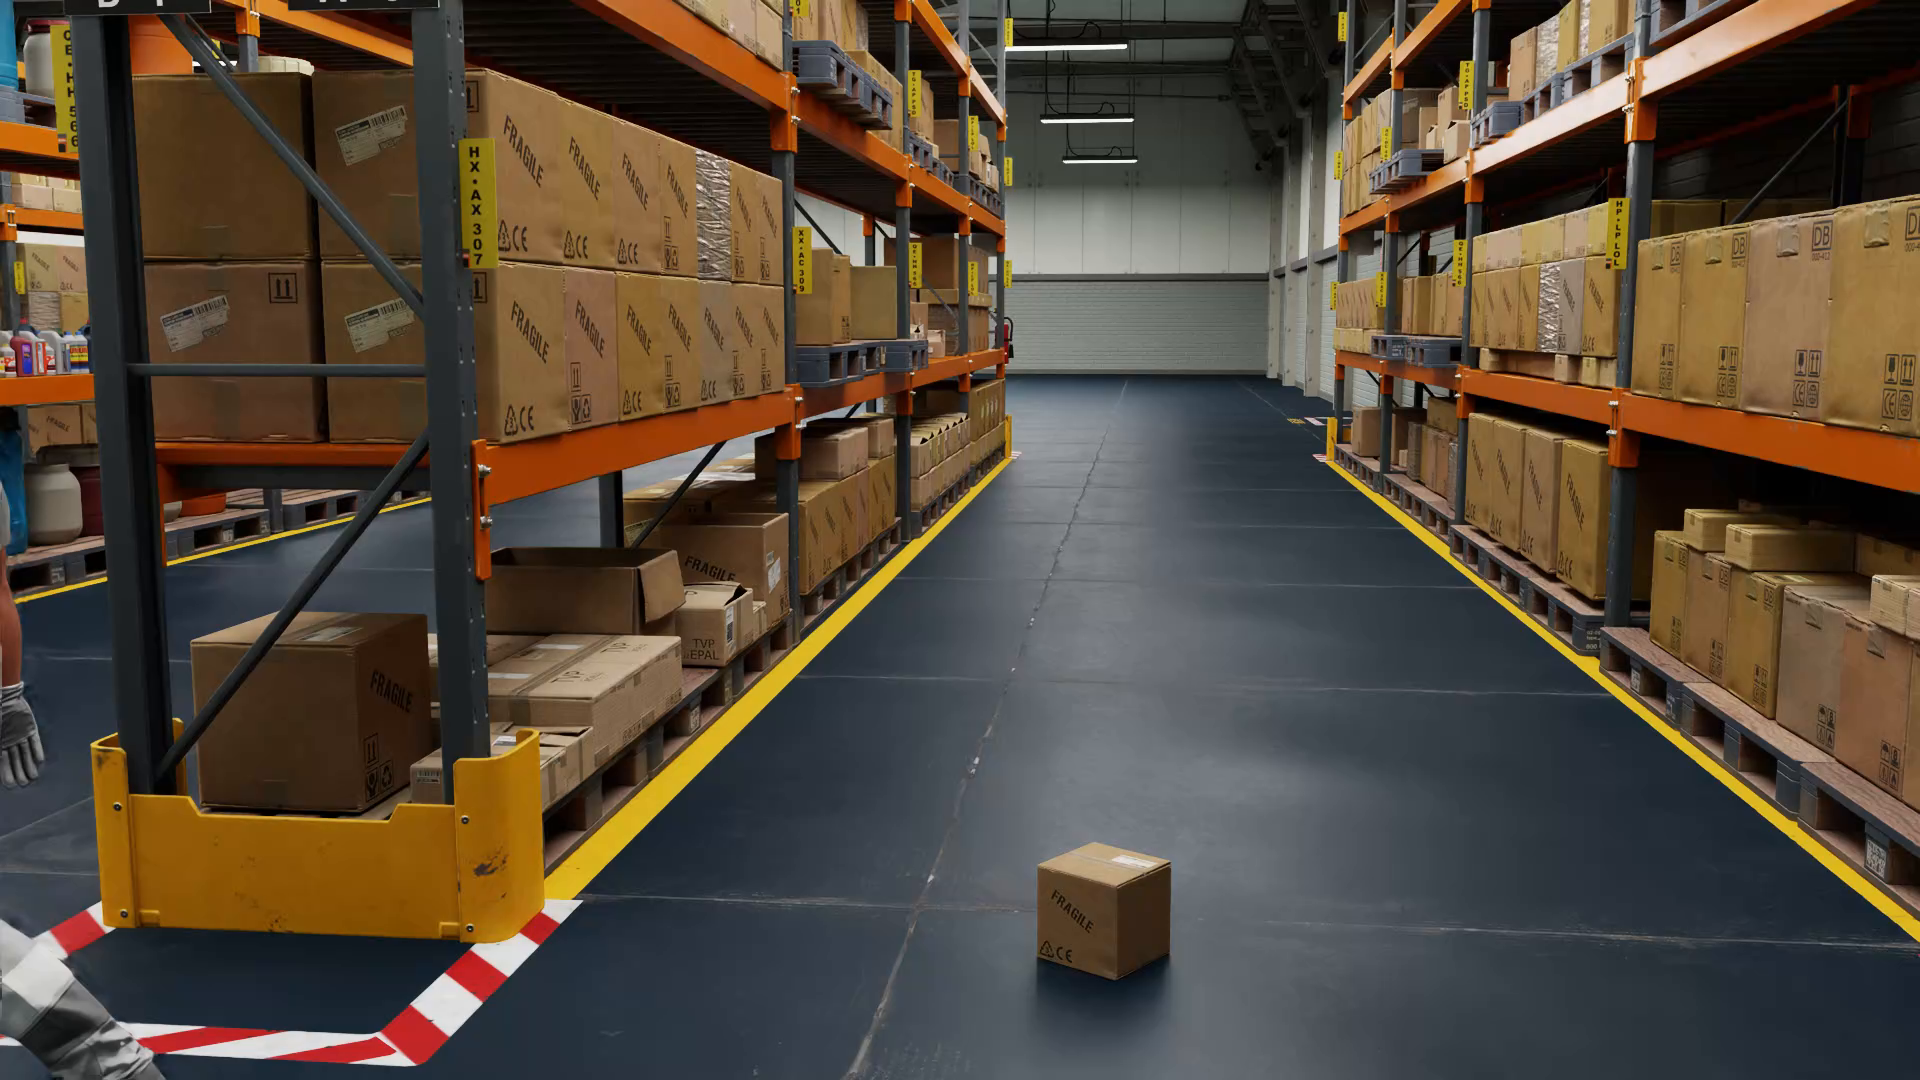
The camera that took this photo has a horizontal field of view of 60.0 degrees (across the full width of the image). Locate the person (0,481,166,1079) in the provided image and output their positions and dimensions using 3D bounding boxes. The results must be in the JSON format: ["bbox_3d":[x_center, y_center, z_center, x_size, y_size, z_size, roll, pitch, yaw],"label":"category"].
[{"bbox_3d":[-2.028,0.341,3.150,0.983,1.753,0.578,-1,8,-4],"label":"person"}]
